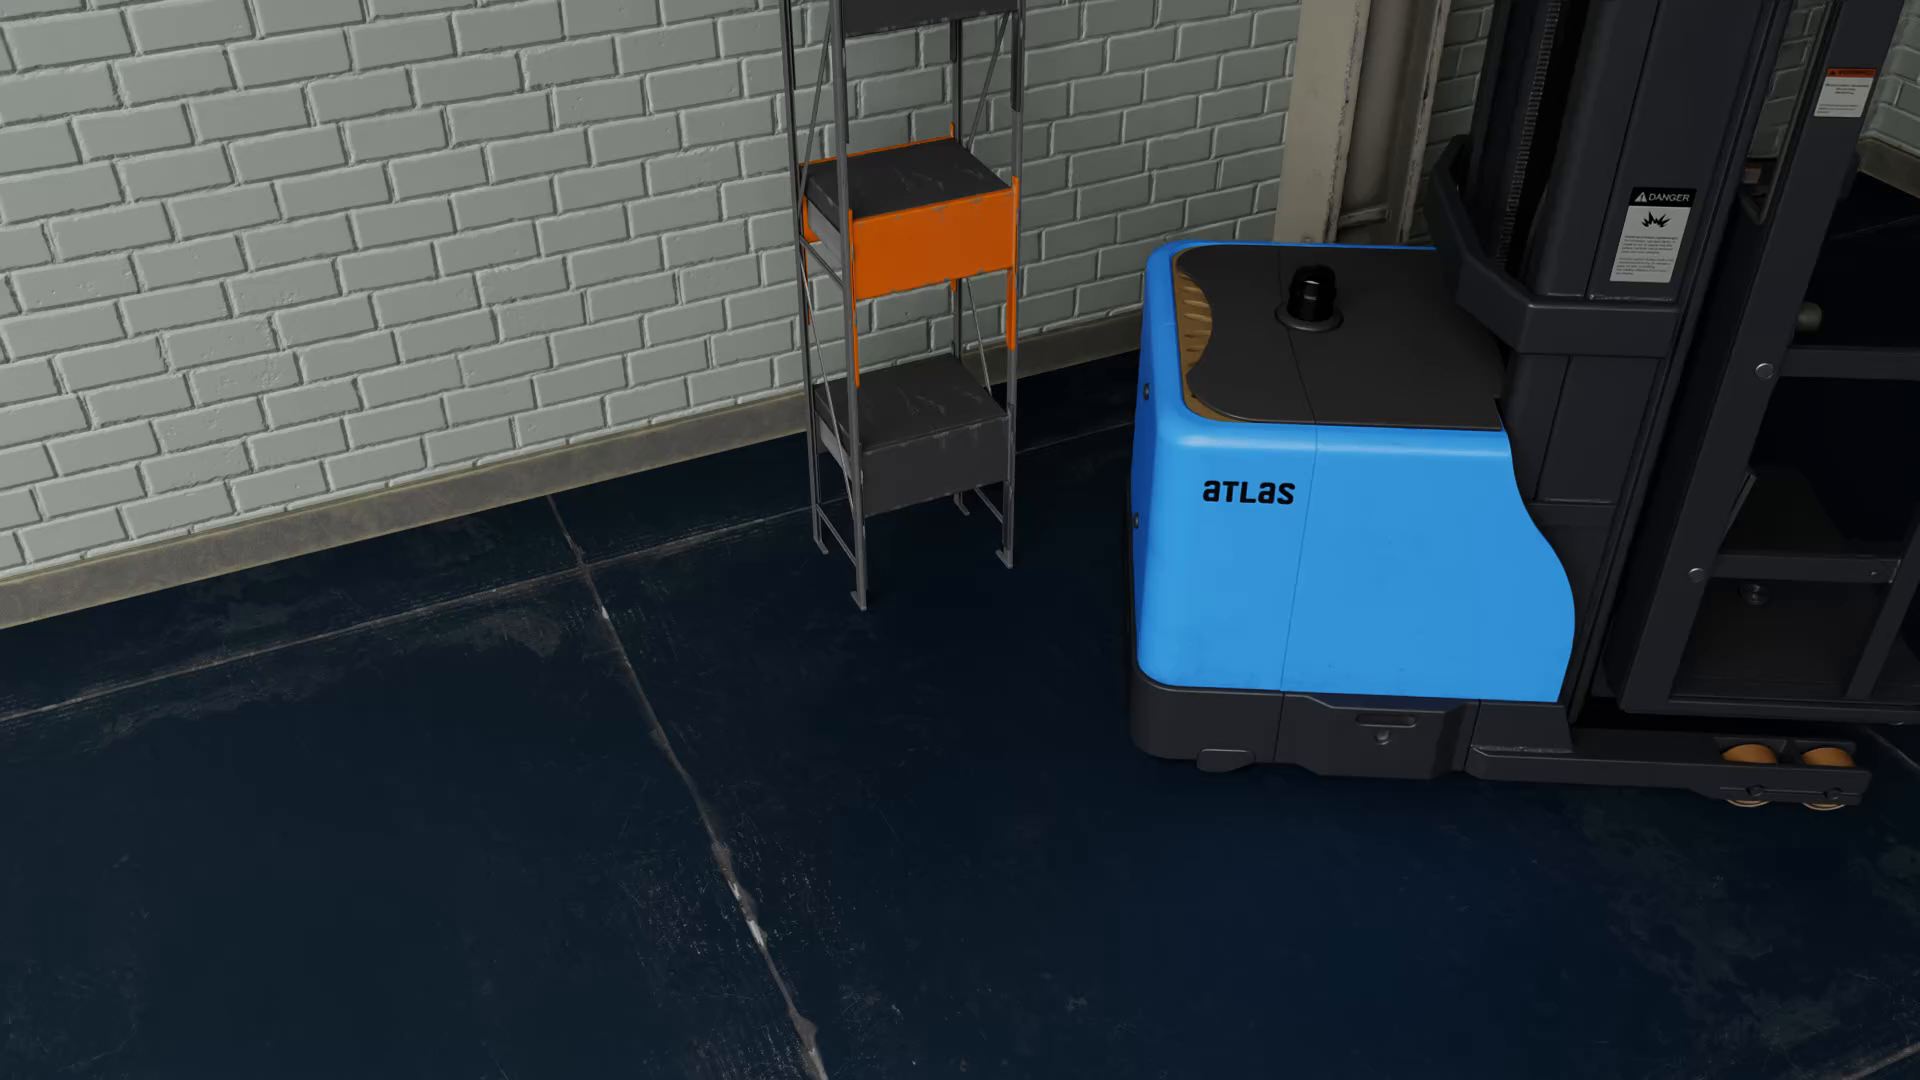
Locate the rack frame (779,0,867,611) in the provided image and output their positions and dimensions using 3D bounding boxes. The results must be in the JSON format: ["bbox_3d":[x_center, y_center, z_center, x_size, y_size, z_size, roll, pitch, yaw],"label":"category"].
[{"bbox_3d":[-0.371,-0.740,4.485,0.015,2.100,0.400,-16,39,-20],"label":"rack frame"}]

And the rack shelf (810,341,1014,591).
[{"bbox_3d":[-0.150,-0.228,4.993,0.480,0.518,0.431,-16,39,-20],"label":"rack shelf"}]

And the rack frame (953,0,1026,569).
[{"bbox_3d":[0.071,-0.863,4.651,0.015,2.100,0.400,-16,39,-20],"label":"rack frame"}]

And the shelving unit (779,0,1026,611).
[{"bbox_3d":[-0.150,-0.801,4.568,0.503,2.100,0.431,-16,39,-20],"label":"shelving unit"}]

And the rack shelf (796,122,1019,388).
[{"bbox_3d":[-0.150,-0.790,4.576,0.480,0.518,0.431,-16,39,-20],"label":"rack shelf"}]

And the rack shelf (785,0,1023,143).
[{"bbox_3d":[-0.150,-1.353,4.159,0.480,0.518,0.431,-16,39,-20],"label":"rack shelf"}]

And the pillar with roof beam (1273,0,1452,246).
[{"bbox_3d":[3.245,-2.138,0.579,0.400,9.000,9.100,-16,39,-20],"label":"pillar with roof beam"}]

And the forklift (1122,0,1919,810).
[{"bbox_3d":[1.985,-0.806,3.877,3.031,2.935,1.130,2,37,3],"label":"forklift"}]
